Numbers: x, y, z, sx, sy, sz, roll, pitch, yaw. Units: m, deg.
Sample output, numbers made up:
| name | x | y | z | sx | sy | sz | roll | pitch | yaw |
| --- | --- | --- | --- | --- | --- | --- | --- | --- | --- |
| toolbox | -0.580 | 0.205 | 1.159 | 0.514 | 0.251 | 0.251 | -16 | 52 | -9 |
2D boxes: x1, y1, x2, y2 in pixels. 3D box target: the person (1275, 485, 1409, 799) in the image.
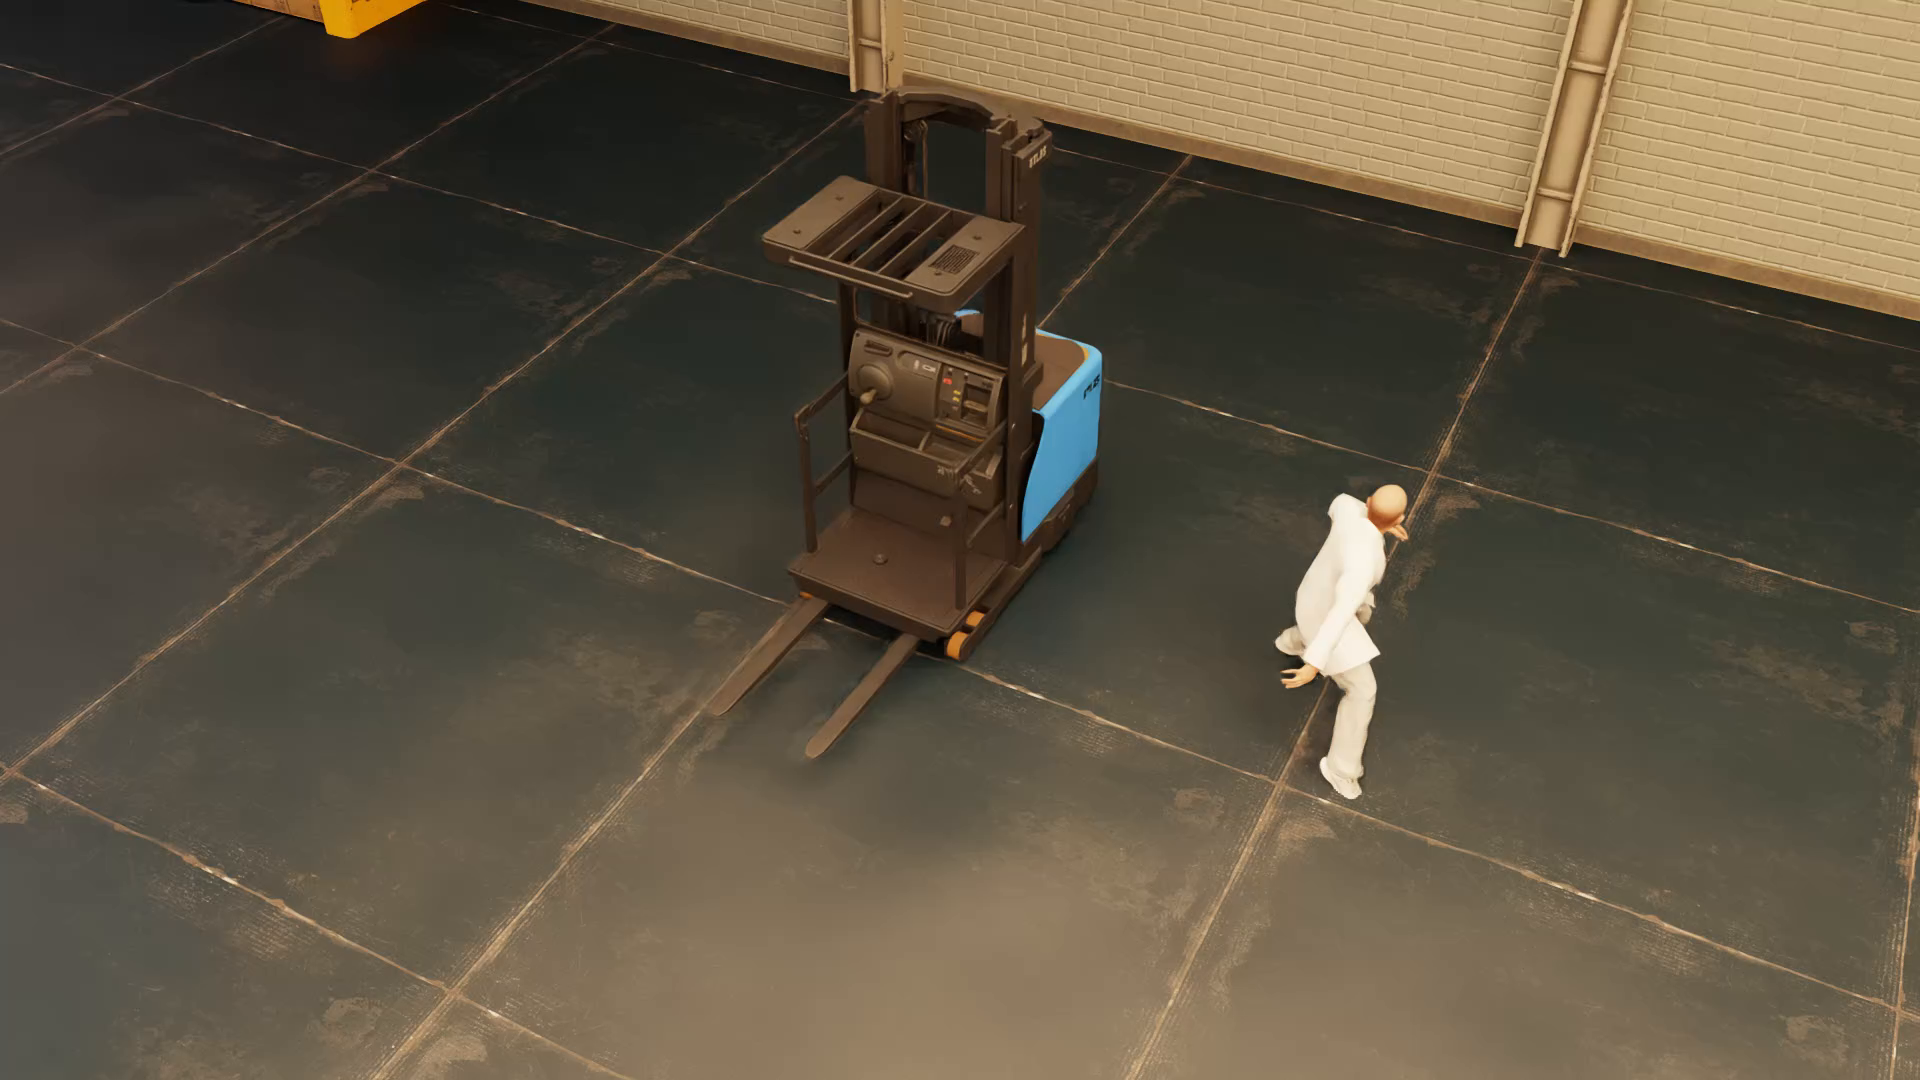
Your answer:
| name | x | y | z | sx | sy | sz | roll | pitch | yaw |
| --- | --- | --- | --- | --- | --- | --- | --- | --- | --- |
| person | 1.976 | 0.441 | 8.587 | 0.602 | 1.741 | 1.143 | 7 | 41 | 9 |

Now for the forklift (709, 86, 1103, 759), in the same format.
| name | x | y | z | sx | sy | sz | roll | pitch | yaw |
| --- | --- | --- | --- | --- | --- | --- | --- | --- | --- |
| forklift | -0.297 | -0.777 | 8.909 | 1.130 | 2.935 | 3.031 | 20 | 44 | 22 |
